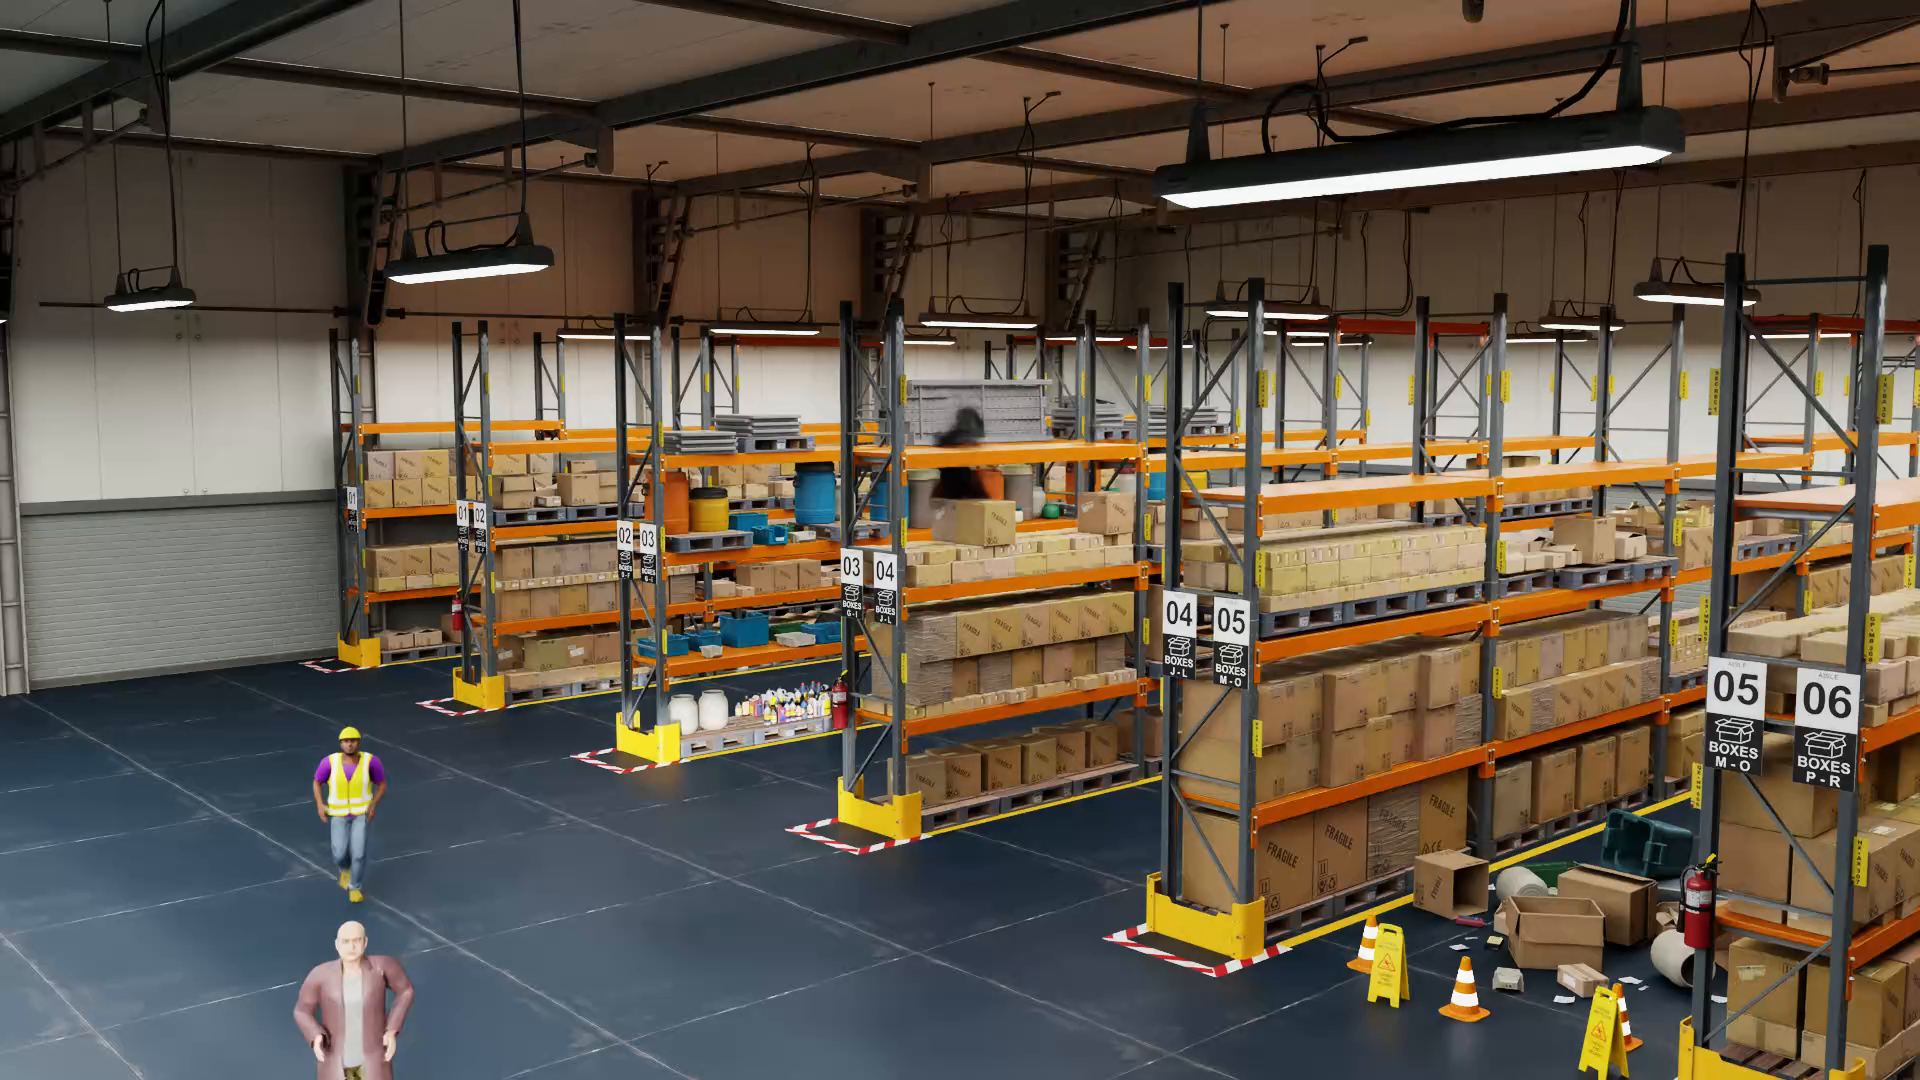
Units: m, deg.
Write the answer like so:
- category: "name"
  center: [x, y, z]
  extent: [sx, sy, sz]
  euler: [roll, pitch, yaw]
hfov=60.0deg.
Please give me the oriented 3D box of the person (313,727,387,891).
- category: "person"
  center: [-6.007, 2.660, 16.385]
  extent: [0.693, 1.661, 0.500]
  euler: [-2, 6, -16]

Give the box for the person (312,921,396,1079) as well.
- category: "person"
  center: [-3.813, 3.267, 10.493]
  extent: [0.691, 1.734, 0.638]
  euler: [-2, 6, -18]
